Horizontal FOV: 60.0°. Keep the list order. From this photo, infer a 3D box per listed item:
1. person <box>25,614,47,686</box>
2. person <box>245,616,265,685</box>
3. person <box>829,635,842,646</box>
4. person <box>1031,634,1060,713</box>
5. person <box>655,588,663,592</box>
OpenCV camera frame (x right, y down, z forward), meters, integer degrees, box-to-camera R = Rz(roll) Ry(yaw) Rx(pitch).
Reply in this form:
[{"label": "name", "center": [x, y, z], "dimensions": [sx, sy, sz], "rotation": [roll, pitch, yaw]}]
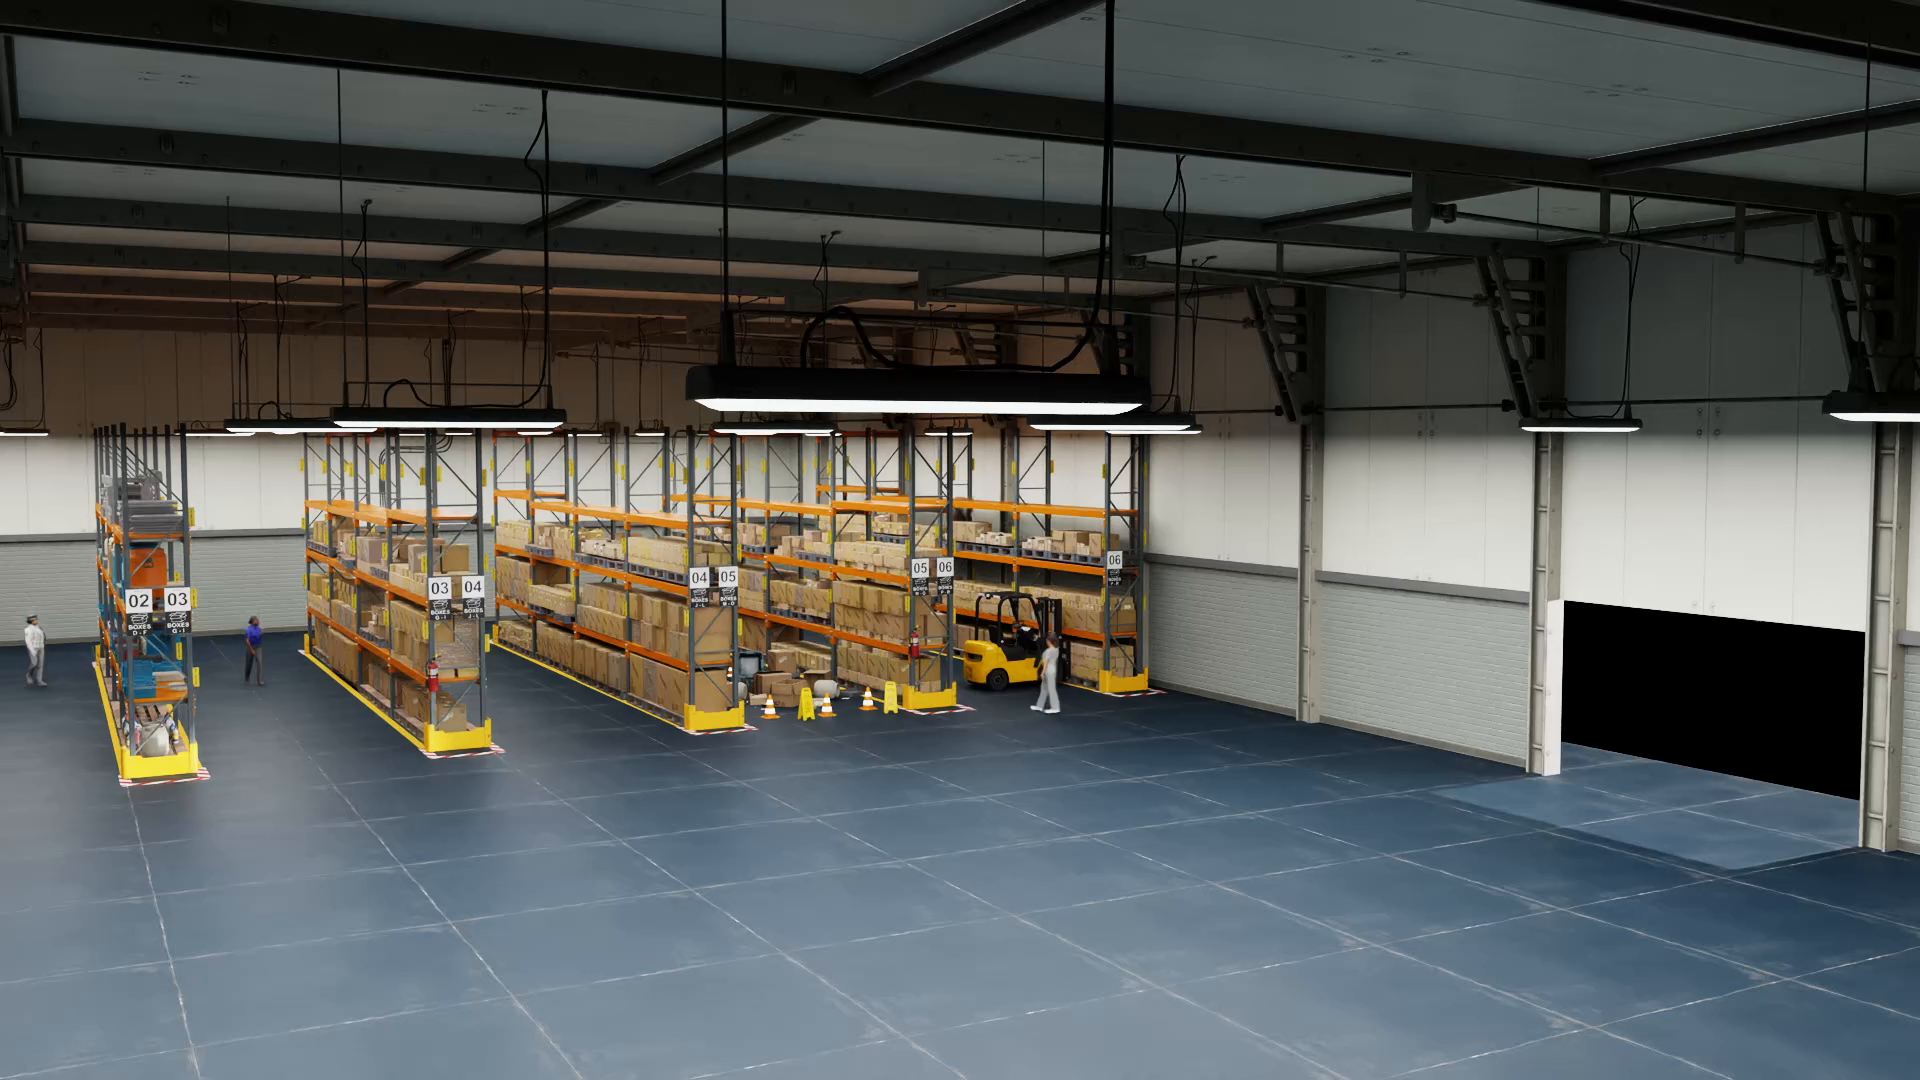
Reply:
[{"label": "person", "center": [-21.471, 2.551, 38.695], "dimensions": [0.494, 1.678, 0.512], "rotation": [1, 4, 23]}, {"label": "person", "center": [-16.464, 2.567, 38.761], "dimensions": [0.391, 1.608, 0.939], "rotation": [-2, 4, -35]}, {"label": "person", "center": [-3.355, 2.039, 44.834], "dimensions": [0.531, 1.664, 0.402], "rotation": [3, 4, 39]}, {"label": "person", "center": [1.780, 2.787, 34.810], "dimensions": [0.621, 1.664, 0.509], "rotation": [0, 3, 5]}, {"label": "person", "center": [-8.984, 1.813, 50.414], "dimensions": [0.560, 1.729, 0.422], "rotation": [0, 3, -7]}]
